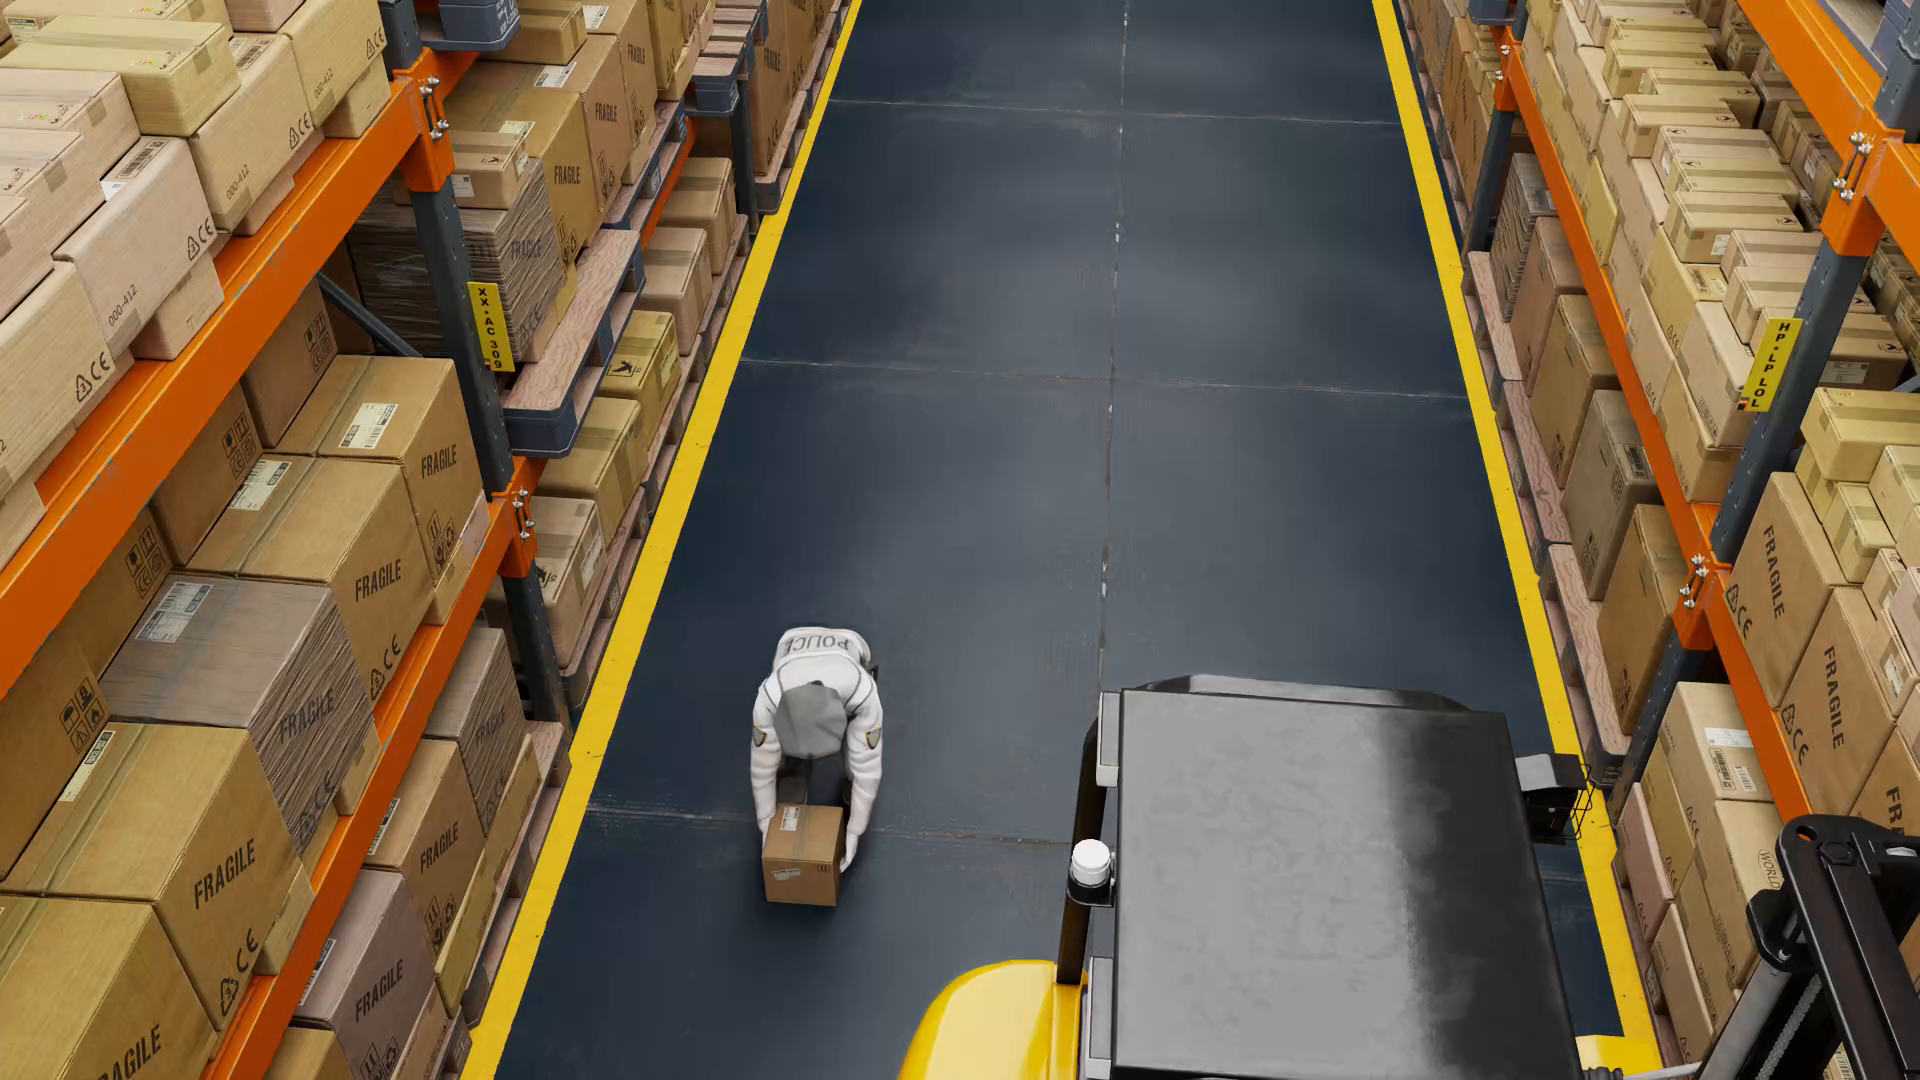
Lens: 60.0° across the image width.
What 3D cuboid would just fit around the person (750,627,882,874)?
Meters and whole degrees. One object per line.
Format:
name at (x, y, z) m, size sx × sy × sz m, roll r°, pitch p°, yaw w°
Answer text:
person at (-0.501, 0.666, 5.970) m, size 0.479 × 0.898 × 0.856 m, roll 3°, pitch 40°, yaw 4°
